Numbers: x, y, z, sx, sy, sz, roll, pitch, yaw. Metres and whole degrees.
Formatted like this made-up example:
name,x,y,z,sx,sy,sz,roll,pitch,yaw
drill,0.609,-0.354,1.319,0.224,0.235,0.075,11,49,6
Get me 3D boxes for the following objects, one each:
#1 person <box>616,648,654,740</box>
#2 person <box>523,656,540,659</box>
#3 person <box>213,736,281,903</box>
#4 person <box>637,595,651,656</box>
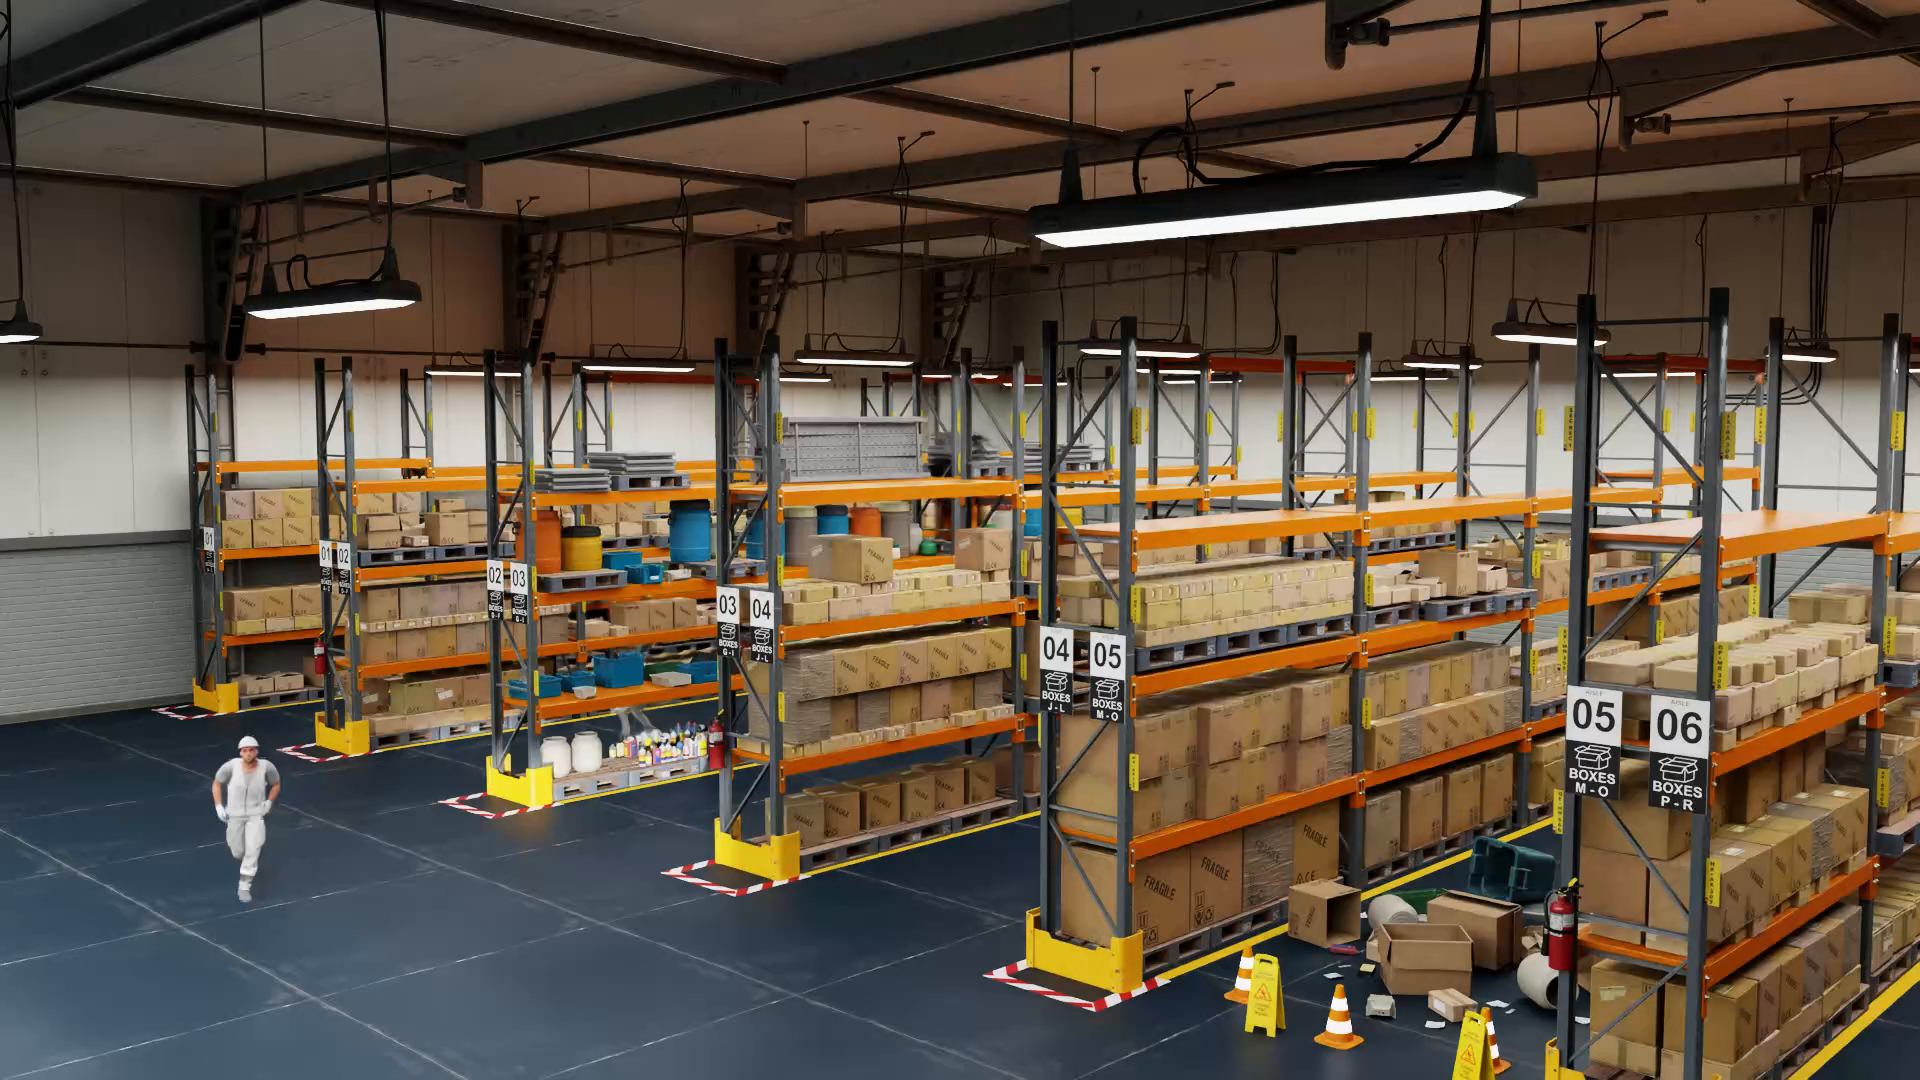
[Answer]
name,x,y,z,sx,sy,sz,roll,pitch,yaw
person,-5.028,2.421,25.612,0.528,1.579,0.868,4,6,39
person,-7.698,2.053,30.003,0.574,1.626,0.619,3,5,32
person,-7.656,2.949,17.883,0.678,1.755,0.809,-2,5,-21
person,-6.106,1.826,32.213,0.726,1.736,0.631,4,6,44
